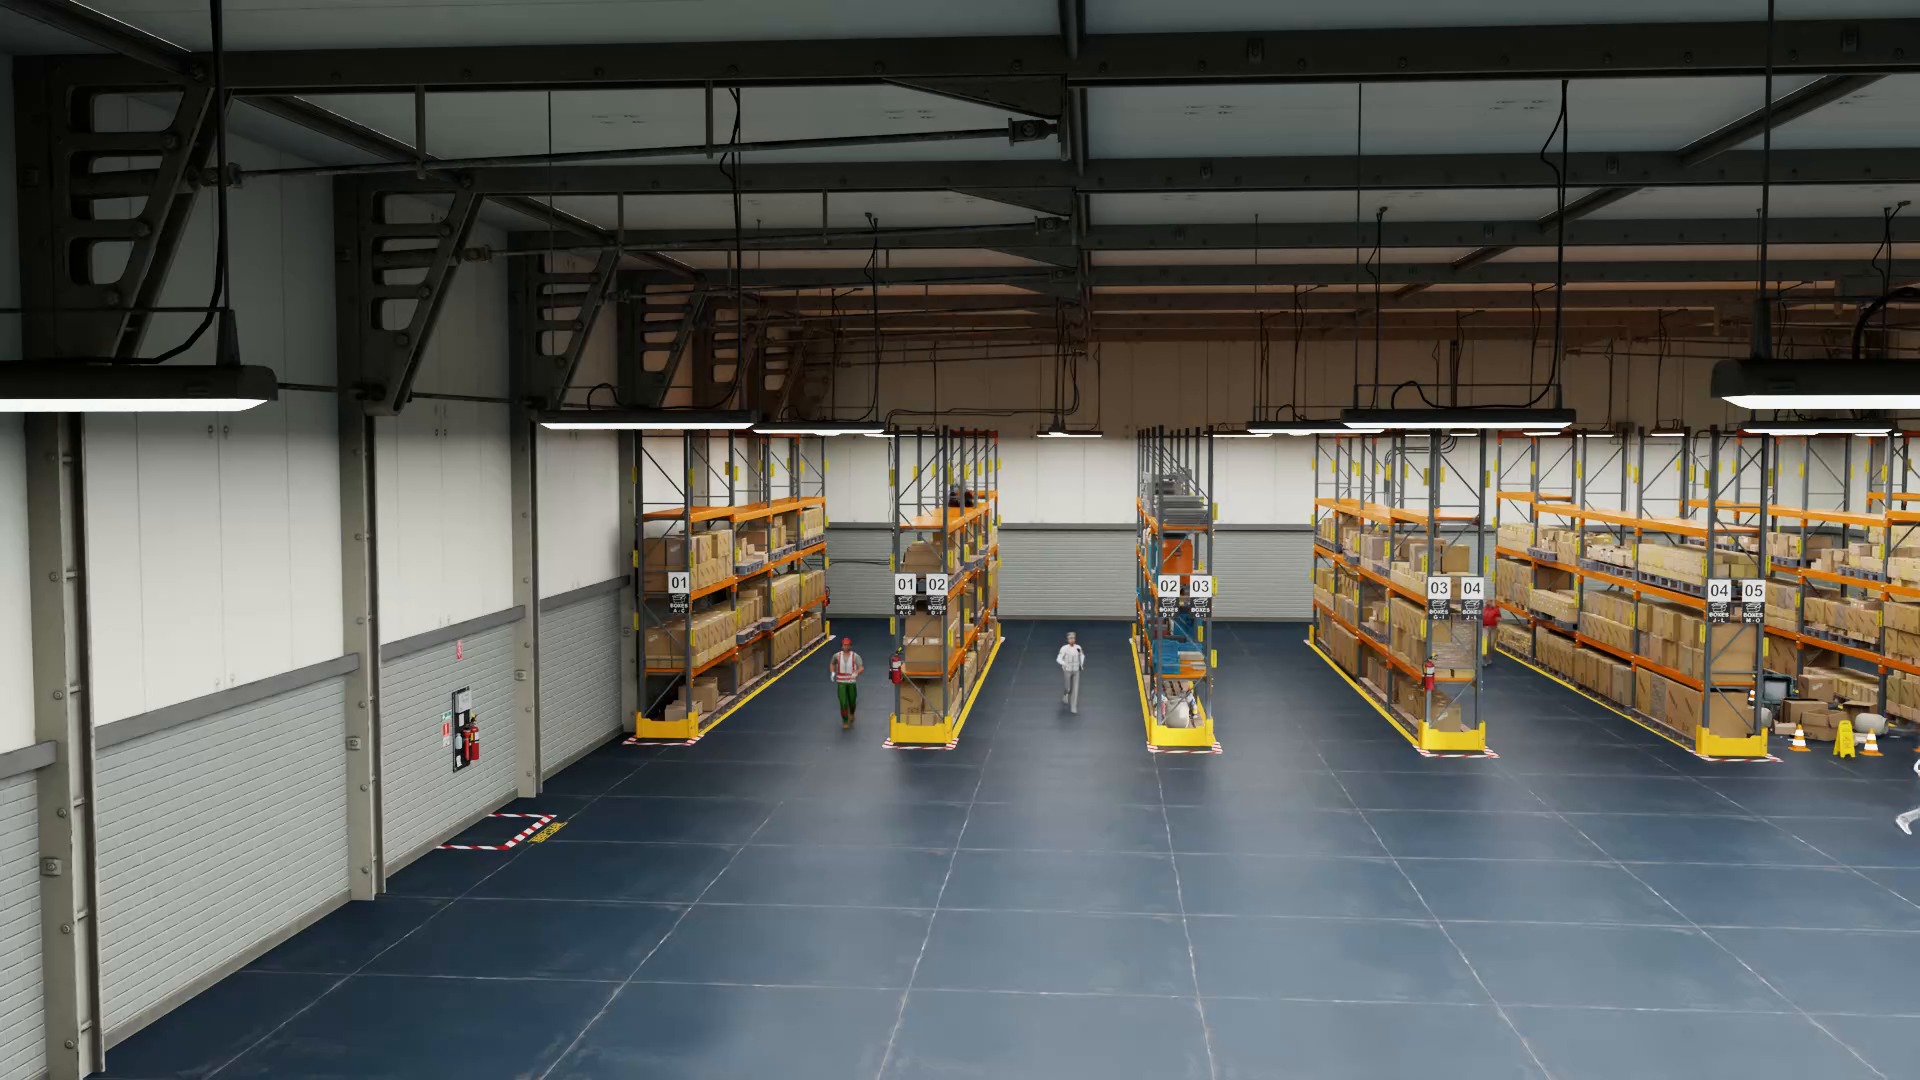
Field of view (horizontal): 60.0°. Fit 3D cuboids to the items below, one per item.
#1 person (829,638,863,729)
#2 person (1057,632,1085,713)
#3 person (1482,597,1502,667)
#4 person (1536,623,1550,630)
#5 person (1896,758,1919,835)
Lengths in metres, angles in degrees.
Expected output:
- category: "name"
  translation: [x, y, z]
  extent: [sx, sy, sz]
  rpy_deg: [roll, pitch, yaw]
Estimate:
- category: "person"
  translation: [-2.264, 2.832, 33.123]
  extent: [0.678, 1.770, 0.861]
  rpy_deg: [0, 3, -2]
- category: "person"
  translation: [2.358, 2.765, 35.070]
  extent: [0.618, 1.669, 0.890]
  rpy_deg: [0, 3, -8]
- category: "person"
  translation: [13.415, 2.348, 42.173]
  extent: [0.638, 1.776, 0.710]
  rpy_deg: [0, 3, 3]
- category: "person"
  translation: [16.561, 2.038, 47.424]
  extent: [0.804, 1.713, 0.524]
  rpy_deg: [0, 3, 5]
- category: "person"
  translation: [13.694, 3.508, 23.457]
  extent: [0.864, 1.575, 0.545]
  rpy_deg: [3, 4, 37]
